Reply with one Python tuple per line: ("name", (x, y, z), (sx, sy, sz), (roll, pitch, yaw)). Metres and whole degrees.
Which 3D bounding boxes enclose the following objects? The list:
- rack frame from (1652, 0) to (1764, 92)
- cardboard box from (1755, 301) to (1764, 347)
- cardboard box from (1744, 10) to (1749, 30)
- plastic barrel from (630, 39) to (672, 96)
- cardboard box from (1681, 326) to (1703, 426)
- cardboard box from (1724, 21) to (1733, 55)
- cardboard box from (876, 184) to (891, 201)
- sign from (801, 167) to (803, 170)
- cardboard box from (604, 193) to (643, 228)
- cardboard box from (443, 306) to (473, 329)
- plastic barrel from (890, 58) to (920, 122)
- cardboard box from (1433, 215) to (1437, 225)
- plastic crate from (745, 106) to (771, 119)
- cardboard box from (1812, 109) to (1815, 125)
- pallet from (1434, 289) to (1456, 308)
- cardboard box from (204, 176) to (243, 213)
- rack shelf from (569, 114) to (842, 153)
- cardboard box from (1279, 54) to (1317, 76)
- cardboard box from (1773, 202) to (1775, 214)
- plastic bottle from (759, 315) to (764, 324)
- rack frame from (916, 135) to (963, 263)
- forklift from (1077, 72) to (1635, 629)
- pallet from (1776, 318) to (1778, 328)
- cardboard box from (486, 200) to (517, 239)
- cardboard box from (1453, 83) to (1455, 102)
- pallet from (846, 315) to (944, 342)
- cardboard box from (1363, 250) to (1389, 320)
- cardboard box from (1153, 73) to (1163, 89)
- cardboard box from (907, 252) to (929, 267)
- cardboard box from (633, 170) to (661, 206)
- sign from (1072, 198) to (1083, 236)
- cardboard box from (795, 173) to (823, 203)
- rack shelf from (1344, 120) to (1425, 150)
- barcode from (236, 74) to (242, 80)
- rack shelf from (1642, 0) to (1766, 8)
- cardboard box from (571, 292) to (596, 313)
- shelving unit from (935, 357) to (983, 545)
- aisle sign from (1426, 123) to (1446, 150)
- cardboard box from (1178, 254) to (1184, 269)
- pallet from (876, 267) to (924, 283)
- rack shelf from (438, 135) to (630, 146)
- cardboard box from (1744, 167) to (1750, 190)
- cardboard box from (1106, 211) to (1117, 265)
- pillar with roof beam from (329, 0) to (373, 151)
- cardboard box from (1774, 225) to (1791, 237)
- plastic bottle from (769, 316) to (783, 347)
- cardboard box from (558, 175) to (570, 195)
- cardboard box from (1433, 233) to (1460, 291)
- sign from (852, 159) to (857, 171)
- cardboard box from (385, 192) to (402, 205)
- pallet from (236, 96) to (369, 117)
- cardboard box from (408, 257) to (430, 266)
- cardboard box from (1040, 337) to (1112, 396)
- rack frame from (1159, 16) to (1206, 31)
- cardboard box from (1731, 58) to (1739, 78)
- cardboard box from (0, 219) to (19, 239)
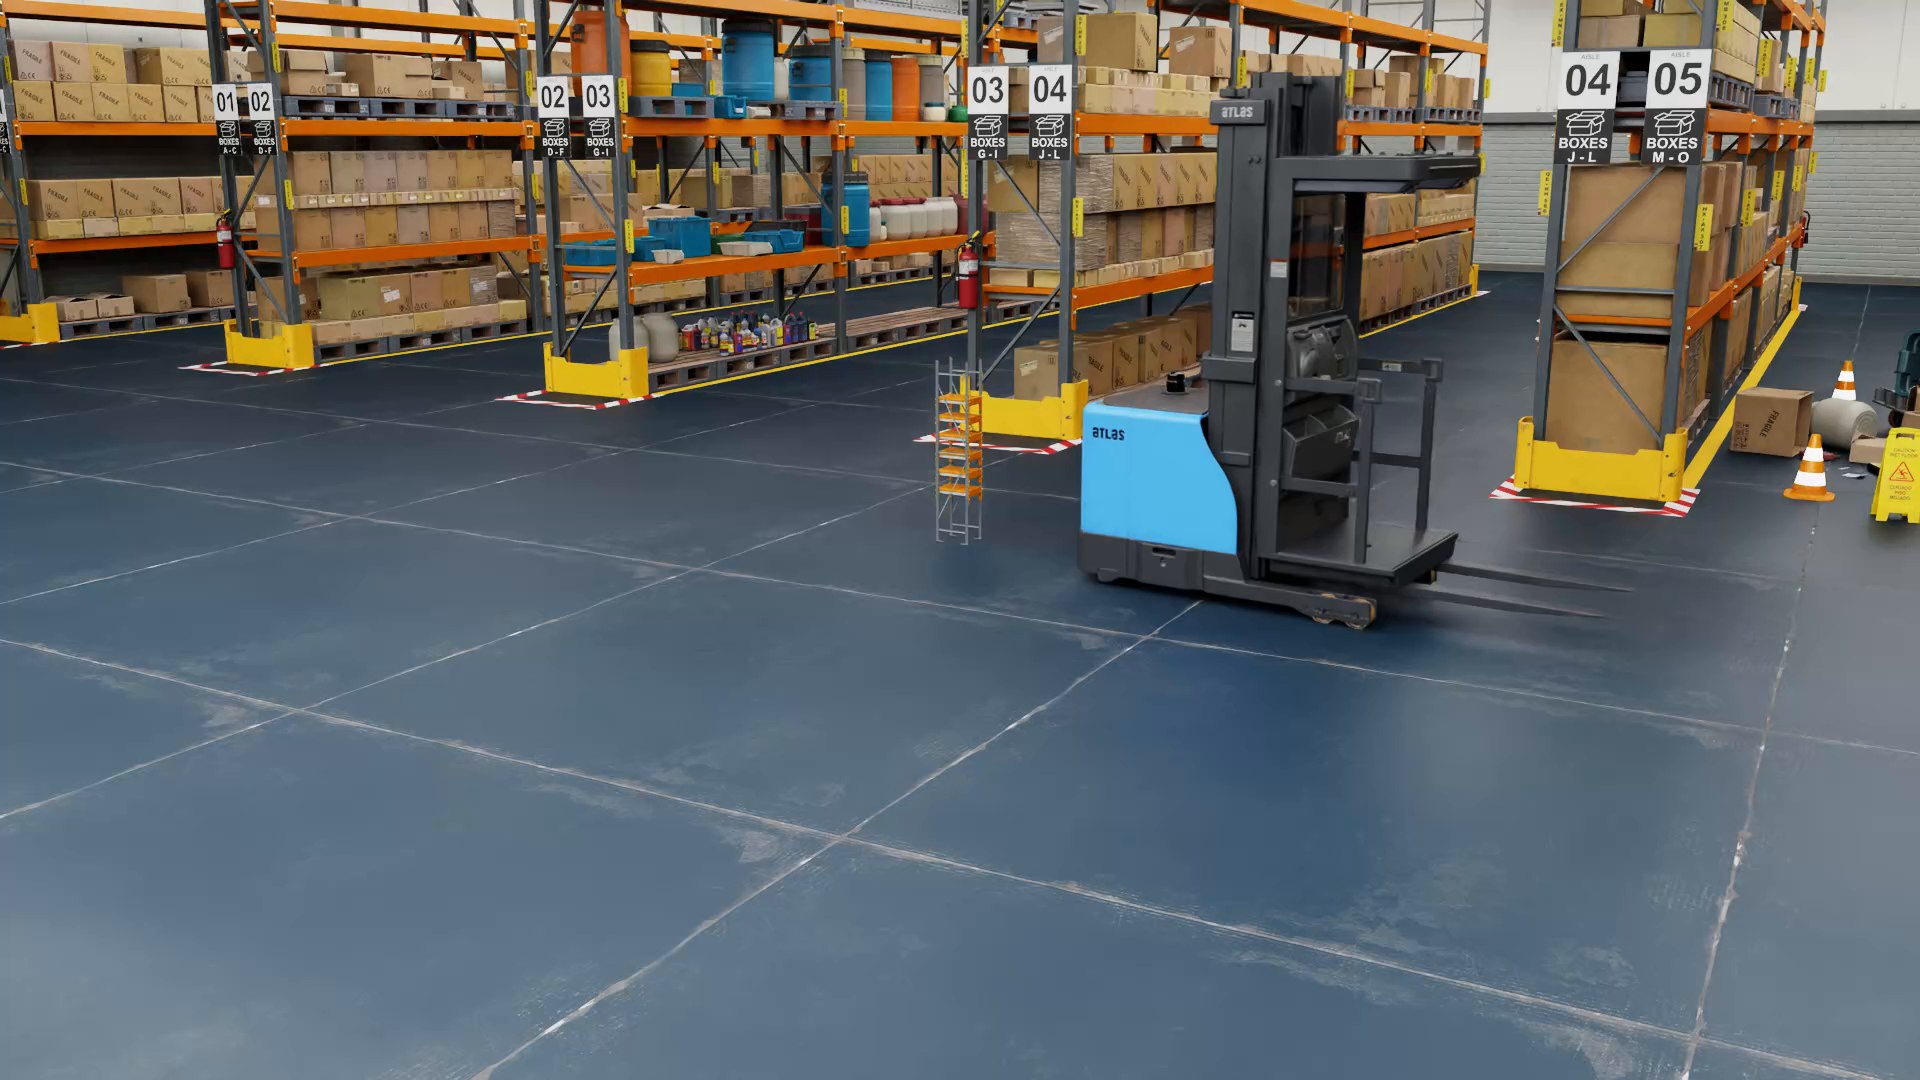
("rack frame", (6.762, -5.575, 14.959), (1.000, 3.000, 0.127), (7, 15, 28))
("cardboard box", (9.260, -2.585, 19.792), (0.500, 0.500, 0.500), (7, 15, 26))
("cardboard box", (6.253, -4.265, 13.650), (0.380, 0.149, 0.250), (7, 15, 27))
("plastic barrel", (-3.361, -4.984, 17.609), (0.600, 0.588, 0.600), (0, 14, 0))
("cardboard box", (5.964, -1.524, 14.590), (0.875, 0.875, 0.875), (8, 15, 28))
("cardboard box", (5.530, -3.795, 12.551), (0.500, 0.250, 0.500), (7, 15, 27))
("cardboard box", (-1.605, -6.234, 30.277), (0.500, 0.500, 0.500), (8, 16, 29))
("sign", (-2.813, -6.487, 29.692), (0.100, 0.325, 0.005), (7, 15, 28))
("cardboard box", (-5.065, -4.888, 24.694), (0.500, 0.500, 0.500), (6, 15, 25))
("cardboard box", (-6.714, -2.906, 21.660), (0.500, 0.250, 0.500), (7, 15, 28))
("plastic barrel", (-0.837, -6.012, 22.255), (0.600, 0.830, 0.708), (7, 15, 28))
("cardboard box", (7.149, -4.946, 25.684), (0.380, 0.149, 0.250), (7, 15, 27))
("plastic crate", (-2.289, -4.758, 18.530), (0.243, 0.136, 0.396), (7, 15, 28))
("cardboard box", (12.574, -6.383, 25.028), (0.500, 0.250, 0.500), (7, 15, 27))
("pallet", (7.361, -3.926, 26.866), (1.003, 0.211, 1.213), (7, 15, 28))
("cardboard box", (-10.734, -4.991, 24.015), (0.500, 0.500, 0.500), (7, 15, 28))
("rack shelf", (-2.834, -4.501, 18.437), (1.077, 0.370, 4.000), (7, 15, 28))
("cardboard box", (3.899, -5.479, 19.682), (0.500, 0.500, 0.500), (8, 16, 29))
("cardboard box", (10.232, -4.261, 21.314), (0.380, 0.149, 0.250), (7, 15, 26))
("plastic bottle", (-2.444, -2.599, 20.270), (0.061, 0.283, 0.133), (7, 15, 28))
("rack frame", (-0.401, -6.827, 32.950), (1.000, 3.000, 0.127), (7, 15, 28))
("forklift", (2.215, -1.082, 9.266), (3.031, 2.935, 1.130), (9, 16, 33))
("pallet", (10.923, -3.086, 23.385), (1.003, 0.211, 1.213), (7, 15, 28))
("cardboard box", (-6.411, -4.321, 22.345), (0.700, 0.500, 0.500), (7, 15, 27))
("cardboard box", (7.480, -7.137, 26.514), (0.700, 0.500, 0.500), (6, 15, 24))
("pallet", (-0.933, -2.864, 22.462), (1.003, 0.211, 1.213), (7, 15, 28))
("cardboard box", (5.192, -3.555, 23.015), (1.225, 0.875, 0.875), (7, 15, 28))
("cardboard box", (1.724, -4.405, 15.974), (0.380, 0.149, 0.250), (7, 15, 26))
("cardboard box", (-0.933, -5.373, 31.847), (0.500, 0.250, 0.500), (7, 15, 28))
("cardboard box", (-6.396, -6.822, 32.289), (0.980, 0.700, 0.700), (8, 16, 29))
("sign", (1.010, -2.780, 14.318), (0.100, 0.325, 0.005), (7, 15, 28))
("cardboard box", (-2.759, -6.187, 29.187), (0.700, 0.500, 0.500), (2, 14, 9))
("rack shelf", (5.369, -5.581, 22.917), (1.077, 0.370, 4.000), (7, 15, 28))
("barcode", (-8.412, -5.401, 19.397), (0.001, 0.075, 0.075), (7, 15, 28))
("rack shelf", (5.795, -4.621, 13.388), (1.077, 0.370, 4.000), (7, 15, 28))
("cardboard box", (-5.541, -3.391, 23.672), (0.500, 0.250, 0.500), (8, 16, 29))
("shelving unit", (-0.007, -0.580, 10.881), (0.258, 1.200, 0.189), (7, 15, 28))
("aisle sign", (8.042, -7.016, 28.188), (0.394, 0.787, 0.004), (7, 15, 28))
("cardboard box", (2.060, -2.847, 16.978), (0.380, 0.149, 0.250), (7, 15, 28))
("pallet", (-1.413, -5.042, 31.498), (1.003, 0.211, 1.213), (7, 15, 28))
("rack shelf", (-7.639, -7.265, 29.901), (1.077, 0.370, 4.000), (7, 15, 28))
("cardboard box", (7.980, -3.714, 17.691), (0.700, 0.500, 0.500), (7, 15, 27))
("cardboard box", (0.961, -2.840, 15.565), (0.875, 0.500, 0.500), (7, 15, 28))
("pillar with roof beam", (-6.223, -8.006, 25.040), (9.100, 9.000, 0.400), (7, 15, 28))
("cardboard box", (11.052, -4.199, 22.586), (0.380, 0.149, 0.250), (8, 16, 30))
("plastic bottle", (-2.175, -2.458, 19.544), (0.144, 0.351, 0.185), (7, 15, 28))
("cardboard box", (-7.400, -6.335, 30.020), (0.500, 0.500, 0.500), (8, 16, 30))
("cardboard box", (7.590, -4.548, 27.134), (0.875, 0.875, 0.875), (7, 15, 28))
("sign", (-1.847, -6.507, 29.152), (0.100, 0.325, 0.005), (7, 15, 28))
("cardboard box", (-7.136, -4.228, 20.575), (0.380, 0.149, 0.250), (7, 15, 27))
("pallet", (-7.771, -5.101, 19.582), (1.003, 0.211, 1.213), (7, 15, 28))
("cardboard box", (-9.259, -4.498, 27.687), (0.700, 0.500, 0.500), (7, 15, 28))
("cardboard box", (1.110, -1.662, 15.967), (0.500, 0.500, 0.500), (13, 19, 43))
("rack frame", (3.934, -9.181, 29.915), (1.000, 3.000, 0.127), (7, 15, 28))
("cardboard box", (6.007, -3.772, 13.307), (0.380, 0.149, 0.250), (8, 15, 29))
("cardboard box", (-12.417, -4.159, 22.162), (0.500, 0.250, 0.500), (8, 16, 29))
